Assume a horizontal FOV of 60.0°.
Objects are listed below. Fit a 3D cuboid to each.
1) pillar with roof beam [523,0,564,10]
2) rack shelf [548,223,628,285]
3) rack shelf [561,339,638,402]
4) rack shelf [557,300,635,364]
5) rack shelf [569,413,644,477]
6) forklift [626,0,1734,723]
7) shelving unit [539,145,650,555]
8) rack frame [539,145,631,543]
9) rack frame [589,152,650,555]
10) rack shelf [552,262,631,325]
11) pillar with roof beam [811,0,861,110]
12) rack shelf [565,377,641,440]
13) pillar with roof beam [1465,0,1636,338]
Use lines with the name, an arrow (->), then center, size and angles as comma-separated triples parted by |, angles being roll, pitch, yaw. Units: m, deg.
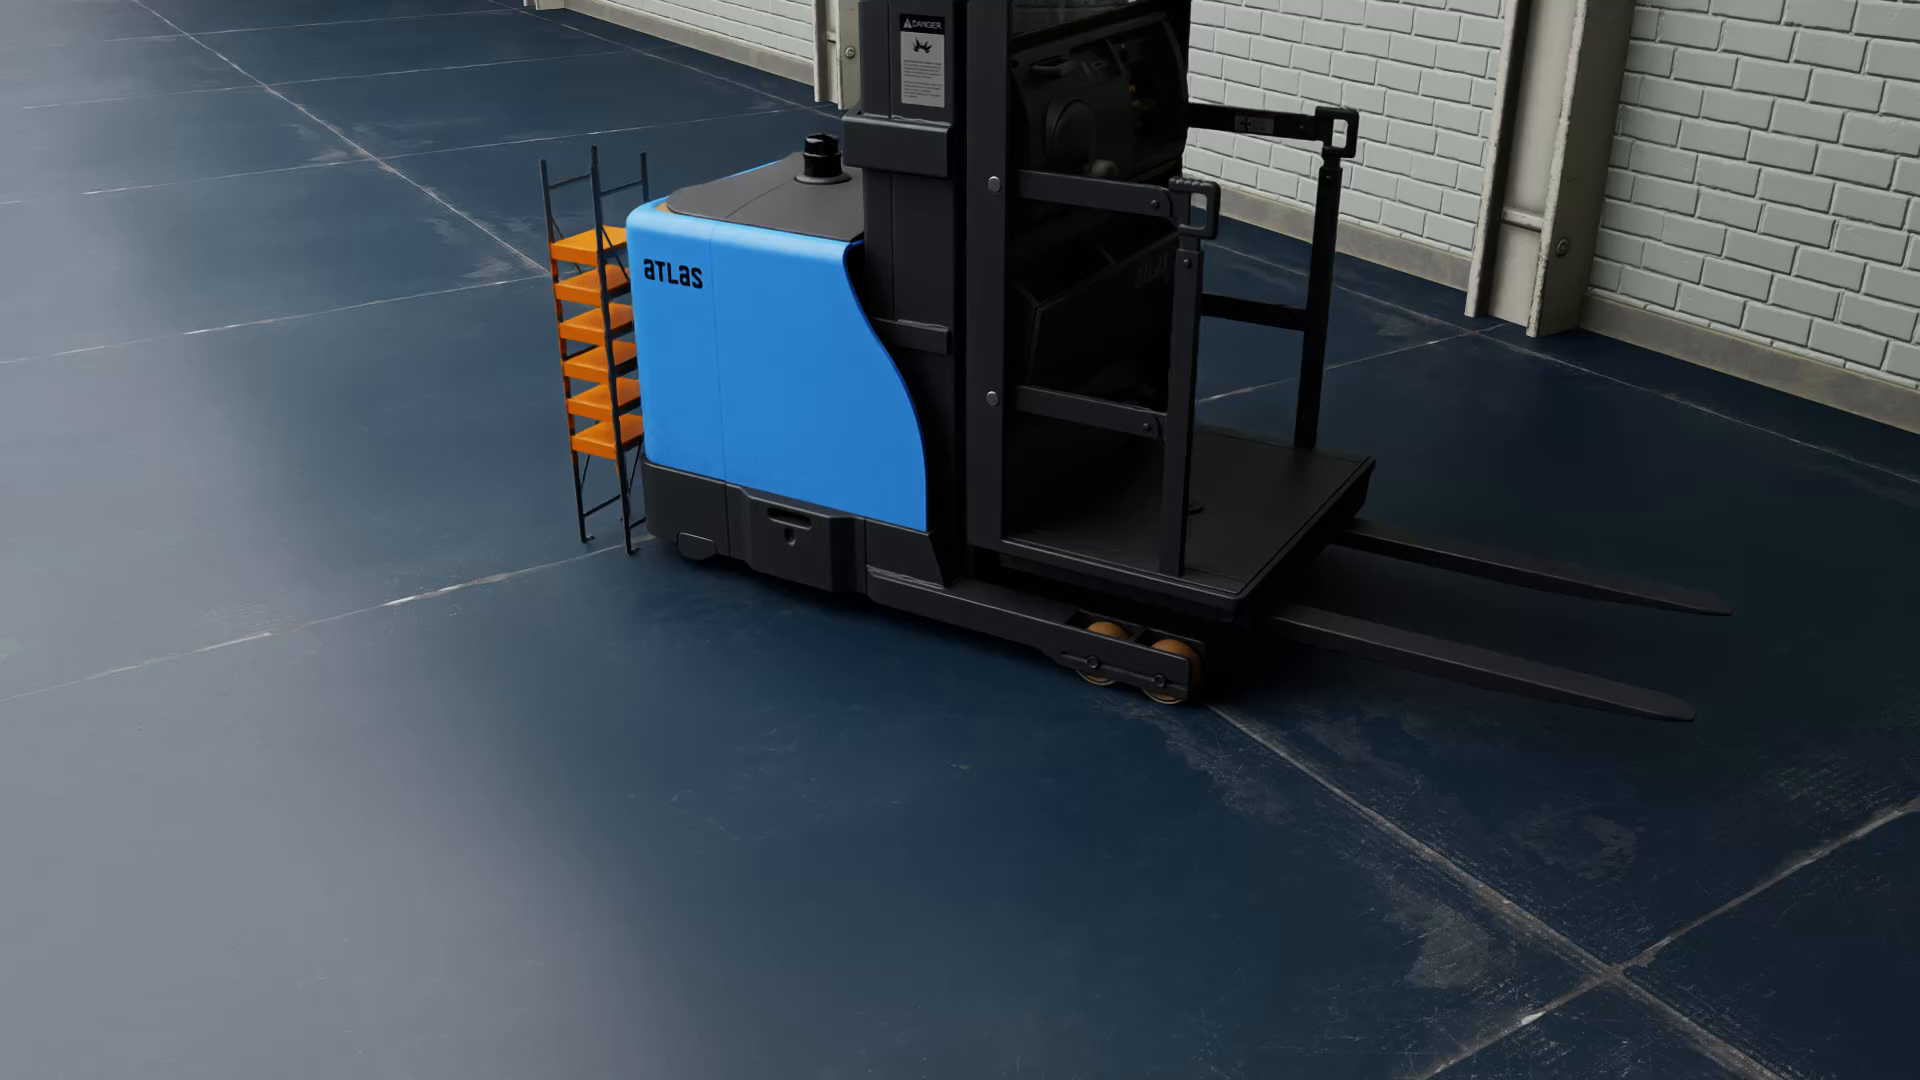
pillar with roof beam -> -7.689, -8.324, 12.342 | 9.100, 9.000, 0.400 | -16, 29, -30
rack shelf -> -1.054, -0.845, 4.895 | 0.180, 0.103, 0.258 | 13, 28, 26
rack shelf -> -1.054, -0.519, 5.049 | 0.180, 0.103, 0.258 | 13, 28, 26
rack shelf -> -1.054, -0.628, 4.998 | 0.180, 0.103, 0.258 | 13, 28, 26
rack shelf -> -1.054, -0.302, 5.151 | 0.180, 0.103, 0.258 | 13, 28, 26
forklift -> 0.558, -1.156, 4.265 | 3.031, 2.935, 1.130 | 14, 29, 27
shelving unit -> -1.054, -0.560, 5.030 | 0.189, 1.200, 0.258 | 13, 28, 26
rack frame -> -1.134, -0.579, 5.070 | 0.006, 1.200, 0.240 | 13, 28, 26
rack frame -> -0.974, -0.541, 4.990 | 0.006, 1.200, 0.240 | 13, 28, 26
rack shelf -> -1.054, -0.737, 4.946 | 0.180, 0.103, 0.258 | 13, 28, 26
pillar with roof beam -> -4.413, -6.178, 7.796 | 9.100, 9.000, 0.400 | -16, 29, -30
rack shelf -> -1.054, -0.411, 5.100 | 0.180, 0.103, 0.258 | 13, 28, 26
pillar with roof beam -> -1.138, -4.032, 3.250 | 9.100, 9.000, 0.400 | -16, 29, -30
